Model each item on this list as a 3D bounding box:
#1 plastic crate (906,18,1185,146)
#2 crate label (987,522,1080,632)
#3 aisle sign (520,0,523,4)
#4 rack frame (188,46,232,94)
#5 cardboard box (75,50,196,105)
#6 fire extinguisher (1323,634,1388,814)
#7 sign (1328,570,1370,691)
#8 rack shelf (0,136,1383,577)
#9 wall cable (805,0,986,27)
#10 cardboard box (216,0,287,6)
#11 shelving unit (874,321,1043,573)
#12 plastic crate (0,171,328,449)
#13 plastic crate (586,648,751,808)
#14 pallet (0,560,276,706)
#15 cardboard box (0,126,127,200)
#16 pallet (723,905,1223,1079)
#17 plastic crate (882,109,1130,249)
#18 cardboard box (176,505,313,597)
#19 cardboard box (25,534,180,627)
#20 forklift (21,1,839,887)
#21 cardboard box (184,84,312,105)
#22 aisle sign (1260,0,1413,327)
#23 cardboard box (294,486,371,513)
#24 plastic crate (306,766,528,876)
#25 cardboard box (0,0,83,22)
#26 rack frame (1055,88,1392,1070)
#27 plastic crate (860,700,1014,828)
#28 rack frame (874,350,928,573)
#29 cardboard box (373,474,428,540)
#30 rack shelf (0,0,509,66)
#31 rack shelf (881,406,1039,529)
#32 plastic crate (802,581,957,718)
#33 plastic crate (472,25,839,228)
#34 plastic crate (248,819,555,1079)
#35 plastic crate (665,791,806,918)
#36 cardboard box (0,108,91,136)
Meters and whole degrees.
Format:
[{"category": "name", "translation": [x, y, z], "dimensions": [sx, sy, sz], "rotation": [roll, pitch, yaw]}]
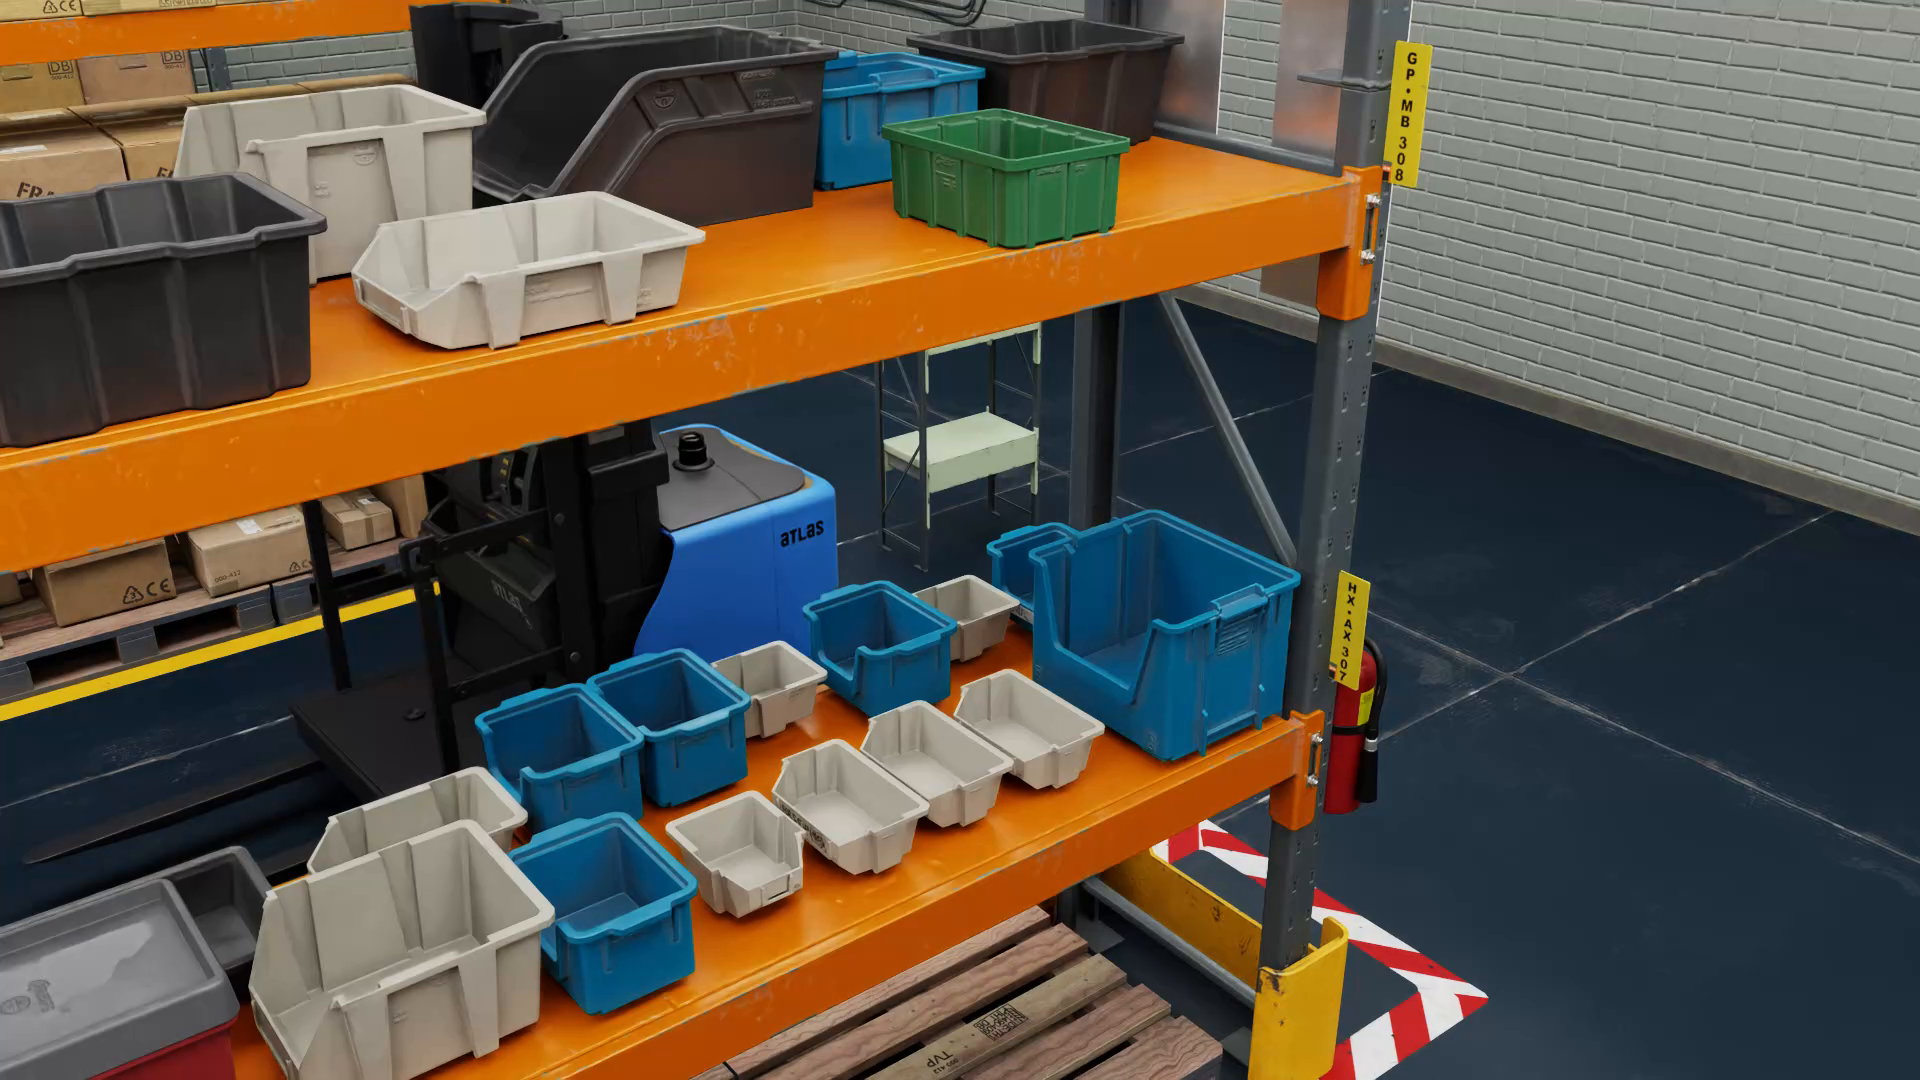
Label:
[{"category": "plastic crate", "translation": [0.217, -1.153, 4.264], "dimensions": [0.590, 0.269, 0.497], "rotation": [-18, 31, -34]}, {"category": "crate label", "translation": [0.295, 0.144, 5.004], "dimensions": [0.303, 0.233, 0.416], "rotation": [-18, 31, -34]}, {"category": "aisle sign", "translation": [-2.119, -2.597, 7.695], "dimensions": [0.004, 0.787, 0.394], "rotation": [-18, 31, -34]}, {"category": "rack frame", "translation": [-5.421, -3.142, 11.956], "dimensions": [0.127, 3.000, 1.000], "rotation": [-18, 31, -34]}, {"category": "cardboard box", "translation": [-5.816, -3.142, 11.600], "dimensions": [0.700, 0.700, 0.980], "rotation": [-17, 30, -32]}, {"category": "fire extinguisher", "translation": [1.091, 0.456, 4.739], "dimensions": [0.183, 0.674, 0.296], "rotation": [-18, 31, -34]}, {"category": "sign", "translation": [1.045, 0.244, 4.467], "dimensions": [0.005, 0.325, 0.100], "rotation": [-18, 31, -34]}, {"category": "rack shelf", "translation": [-0.882, -0.374, 3.285], "dimensions": [4.000, 0.370, 1.077], "rotation": [-18, 31, -34]}, {"category": "wall cable", "translation": [-0.750, -5.805, 14.258], "dimensions": [0.112, 2.526, 3.097], "rotation": [-18, 31, -34]}, {"category": "cardboard box", "translation": [-3.003, -2.447, 7.075], "dimensions": [0.500, 0.250, 0.500], "rotation": [-18, 31, -34]}, {"category": "shelving unit", "translation": [-0.005, -0.679, 8.431], "dimensions": [0.755, 1.500, 0.431], "rotation": [-18, 31, -34]}, {"category": "plastic crate", "translation": [-1.309, -0.354, 2.541], "dimensions": [0.590, 0.269, 0.497], "rotation": [-18, 31, -34]}, {"category": "plastic crate", "translation": [-0.741, 0.486, 4.267], "dimensions": [0.300, 0.233, 0.416], "rotation": [-18, 31, -34]}, {"category": "pallet", "translation": [-4.007, 0.306, 7.841], "dimensions": [1.213, 0.211, 1.003], "rotation": [-18, 31, -34]}, {"category": "cardboard box", "translation": [-3.748, -1.393, 6.881], "dimensions": [0.500, 0.500, 0.500], "rotation": [-17, 30, -32]}, {"category": "pallet", "translation": [0.019, 1.606, 5.038], "dimensions": [1.213, 0.211, 1.003], "rotation": [-18, 31, -34]}, {"category": "plastic crate", "translation": [0.092, -0.773, 3.542], "dimensions": [0.336, 0.188, 0.450], "rotation": [-18, 31, -34]}, {"category": "cardboard box", "translation": [-3.403, 0.006, 7.918], "dimensions": [0.500, 0.250, 0.500], "rotation": [-18, 31, -34]}, {"category": "cardboard box", "translation": [-4.034, -0.019, 7.672], "dimensions": [0.637, 0.503, 0.797], "rotation": [-18, 31, -34]}, {"category": "forklift", "translation": [-1.931, -0.329, 5.977], "dimensions": [3.031, 2.935, 1.130], "rotation": [-20, 32, -37]}, {"category": "cardboard box", "translation": [-3.280, -1.834, 7.833], "dimensions": [0.500, 0.500, 0.500], "rotation": [-18, 30, -34]}, {"category": "aisle sign", "translation": [0.930, -0.961, 4.169], "dimensions": [0.004, 0.787, 0.394], "rotation": [-18, 31, -34]}, {"category": "cardboard box", "translation": [-3.358, -0.277, 8.527], "dimensions": [0.500, 0.250, 0.500], "rotation": [-18, 31, -34]}, {"category": "plastic crate", "translation": [-1.271, 0.720, 3.878], "dimensions": [0.466, 0.136, 0.293], "rotation": [-18, 31, -34]}, {"category": "cardboard box", "translation": [-3.792, -2.188, 6.517], "dimensions": [0.500, 0.250, 0.500], "rotation": [-18, 31, -34]}, {"category": "rack frame", "translation": [0.692, 0.140, 4.885], "dimensions": [0.127, 3.000, 1.000], "rotation": [-18, 31, -34]}, {"category": "plastic crate", "translation": [-0.075, 0.575, 4.190], "dimensions": [0.243, 0.136, 0.396], "rotation": [-18, 31, -34]}, {"category": "rack frame", "translation": [-0.293, -0.583, 8.226], "dimensions": [0.023, 1.500, 0.400], "rotation": [-18, 31, -34]}, {"category": "cardboard box", "translation": [-2.637, -0.344, 8.376], "dimensions": [0.500, 0.500, 0.500], "rotation": [-18, 31, -34]}, {"category": "rack shelf", "translation": [-3.935, -2.016, 6.823], "dimensions": [4.000, 0.370, 1.077], "rotation": [-18, 31, -34]}, {"category": "rack shelf", "translation": [-0.005, -0.383, 8.568], "dimensions": [0.720, 0.370, 0.431], "rotation": [-18, 31, -34]}, {"category": "plastic crate", "translation": [-0.223, 0.315, 4.636], "dimensions": [0.300, 0.233, 0.416], "rotation": [-18, 31, -34]}, {"category": "plastic crate", "translation": [-0.680, -0.886, 3.607], "dimensions": [0.767, 0.338, 0.504], "rotation": [-18, 31, -34]}, {"category": "plastic crate", "translation": [-1.140, 0.870, 3.381], "dimensions": [0.530, 0.282, 0.437], "rotation": [-18, 31, -34]}, {"category": "plastic crate", "translation": [-0.500, 0.738, 3.838], "dimensions": [0.250, 0.136, 0.298], "rotation": [-18, 31, -34]}, {"category": "cardboard box", "translation": [-4.076, -1.574, 7.271], "dimensions": [0.500, 0.500, 0.500], "rotation": [-19, 31, -34]}]
